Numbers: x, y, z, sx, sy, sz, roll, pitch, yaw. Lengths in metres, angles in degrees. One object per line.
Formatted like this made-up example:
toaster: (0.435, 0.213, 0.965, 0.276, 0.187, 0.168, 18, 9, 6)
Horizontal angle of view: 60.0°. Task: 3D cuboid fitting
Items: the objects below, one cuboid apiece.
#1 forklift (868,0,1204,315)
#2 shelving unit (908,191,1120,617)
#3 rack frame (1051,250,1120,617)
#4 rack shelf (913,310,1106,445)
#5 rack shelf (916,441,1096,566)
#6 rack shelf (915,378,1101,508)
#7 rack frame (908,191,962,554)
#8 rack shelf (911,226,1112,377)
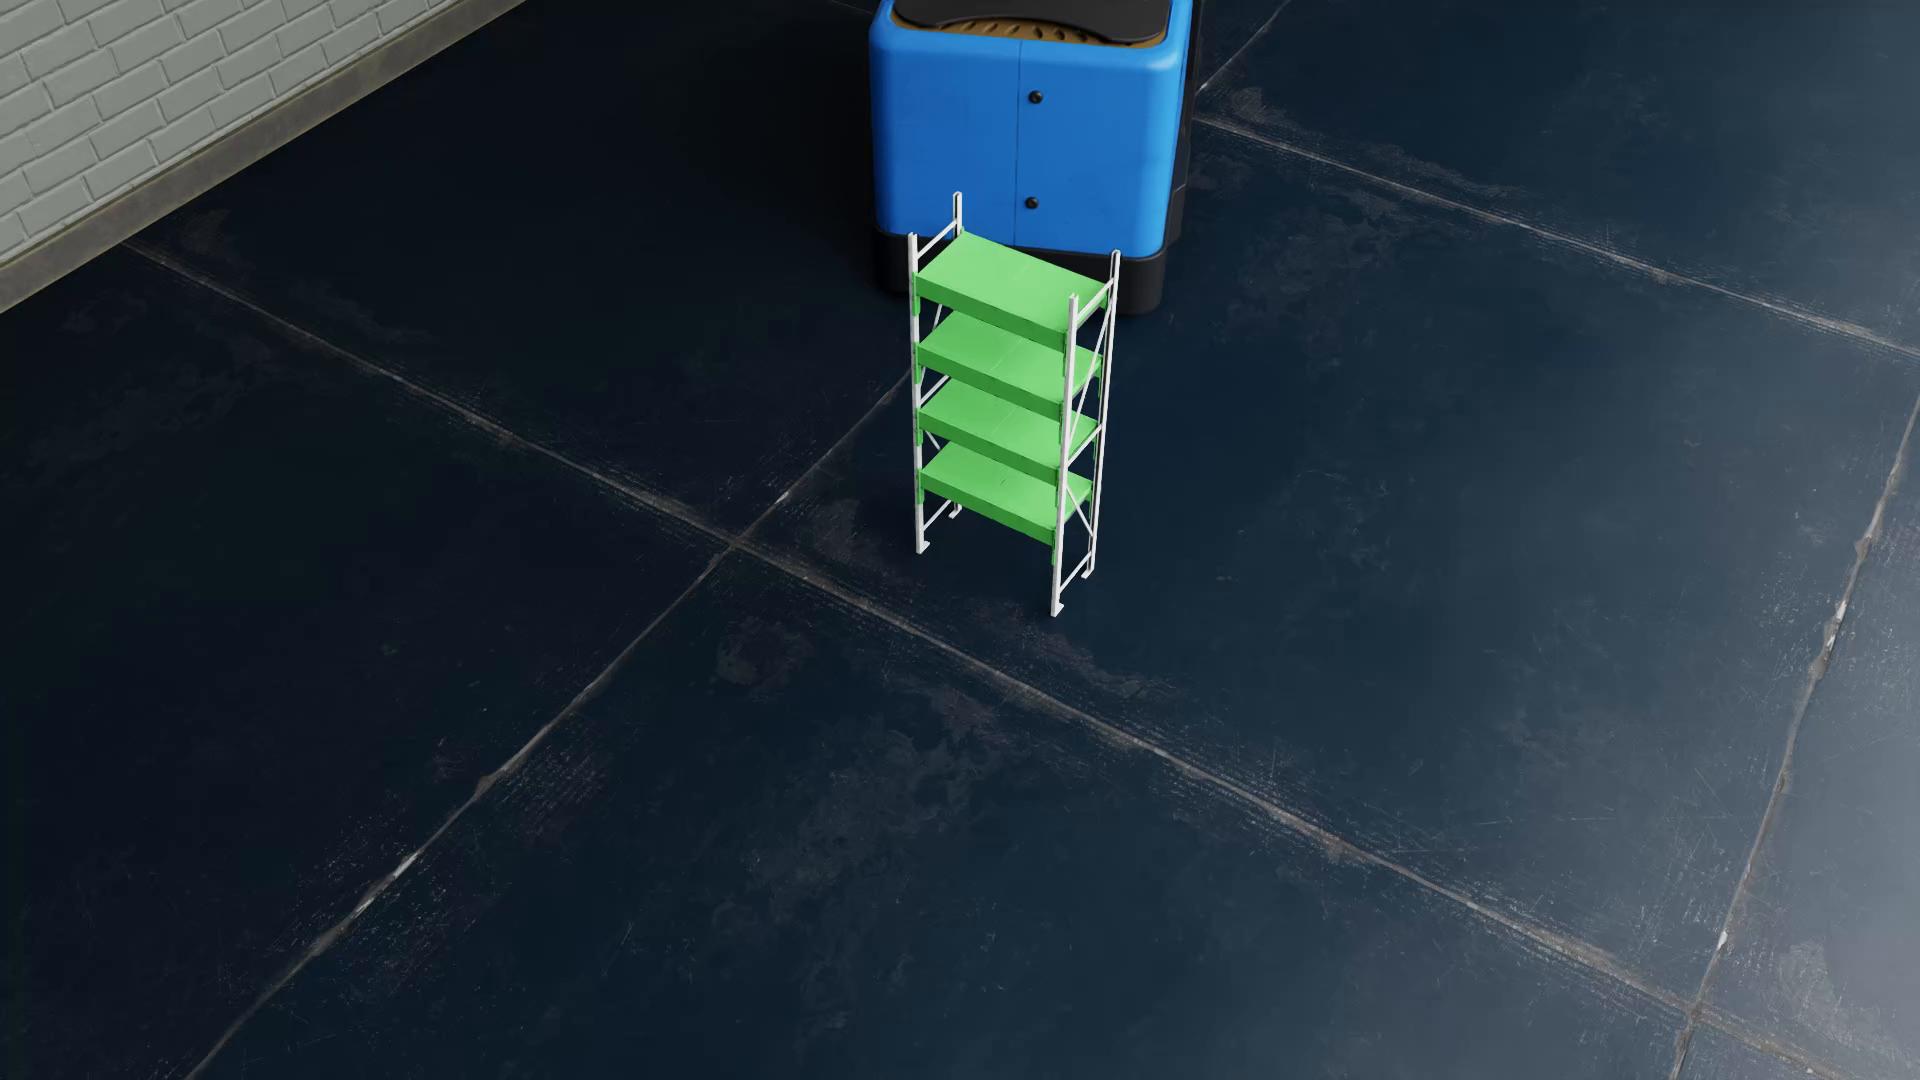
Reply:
forklift: (0.437, -2.894, 6.018, 1.130, 2.935, 3.031, 7, 46, 7)
shelving unit: (0.139, -0.354, 4.757, 0.503, 1.200, 0.258, 25, 51, 22)
rack frame: (0.345, -0.260, 4.666, 0.015, 1.200, 0.240, 25, 51, 22)
rack shelf: (0.139, -0.477, 4.631, 0.480, 0.148, 0.258, 25, 51, 22)
rack shelf: (0.139, -0.142, 4.975, 0.480, 0.148, 0.258, 25, 51, 22)
rack shelf: (0.139, -0.310, 4.803, 0.480, 0.148, 0.258, 25, 51, 22)
rack frame: (-0.066, -0.449, 4.849, 0.015, 1.200, 0.240, 25, 51, 22)
rack shelf: (0.139, -0.644, 4.459, 0.480, 0.148, 0.258, 25, 51, 22)
